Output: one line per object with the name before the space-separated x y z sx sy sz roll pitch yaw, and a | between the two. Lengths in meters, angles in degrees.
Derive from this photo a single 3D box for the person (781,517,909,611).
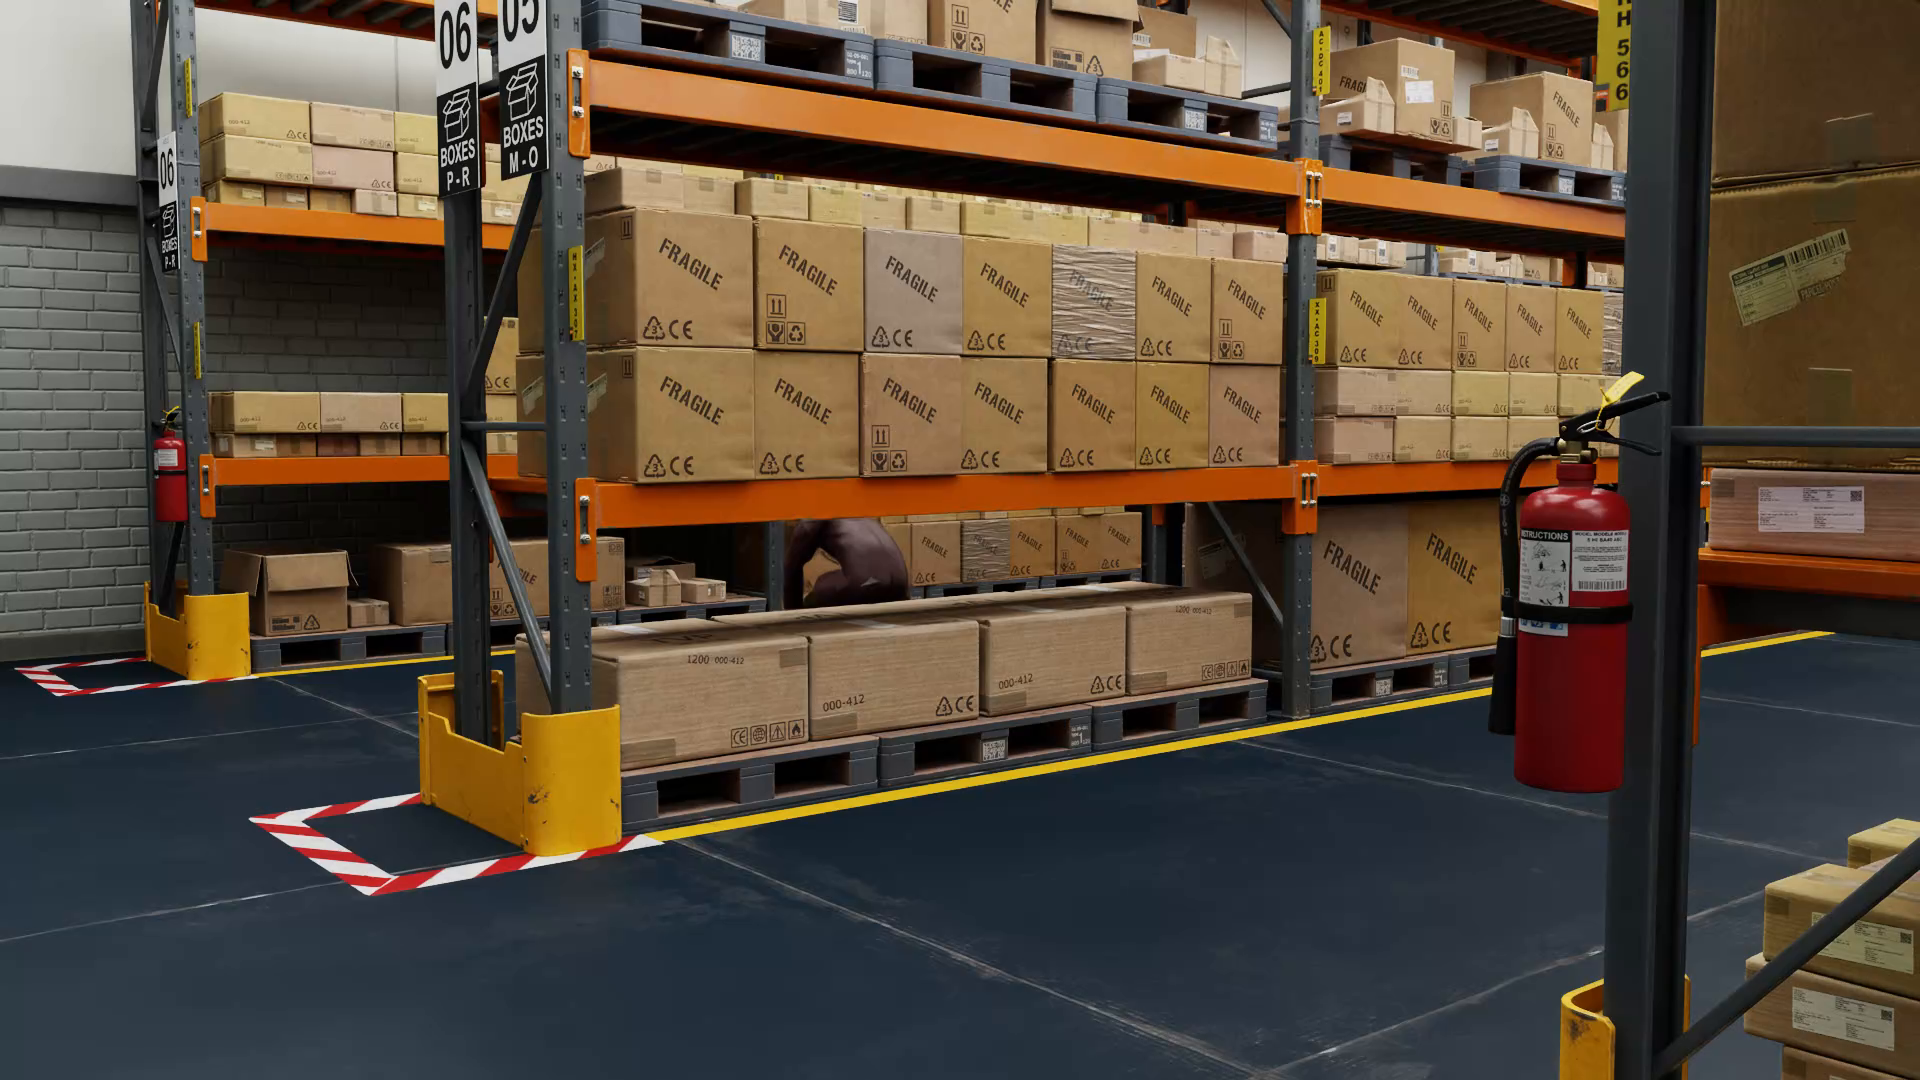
person | -0.678 0.253 9.855 0.620 1.141 0.850 -3 5 -39
